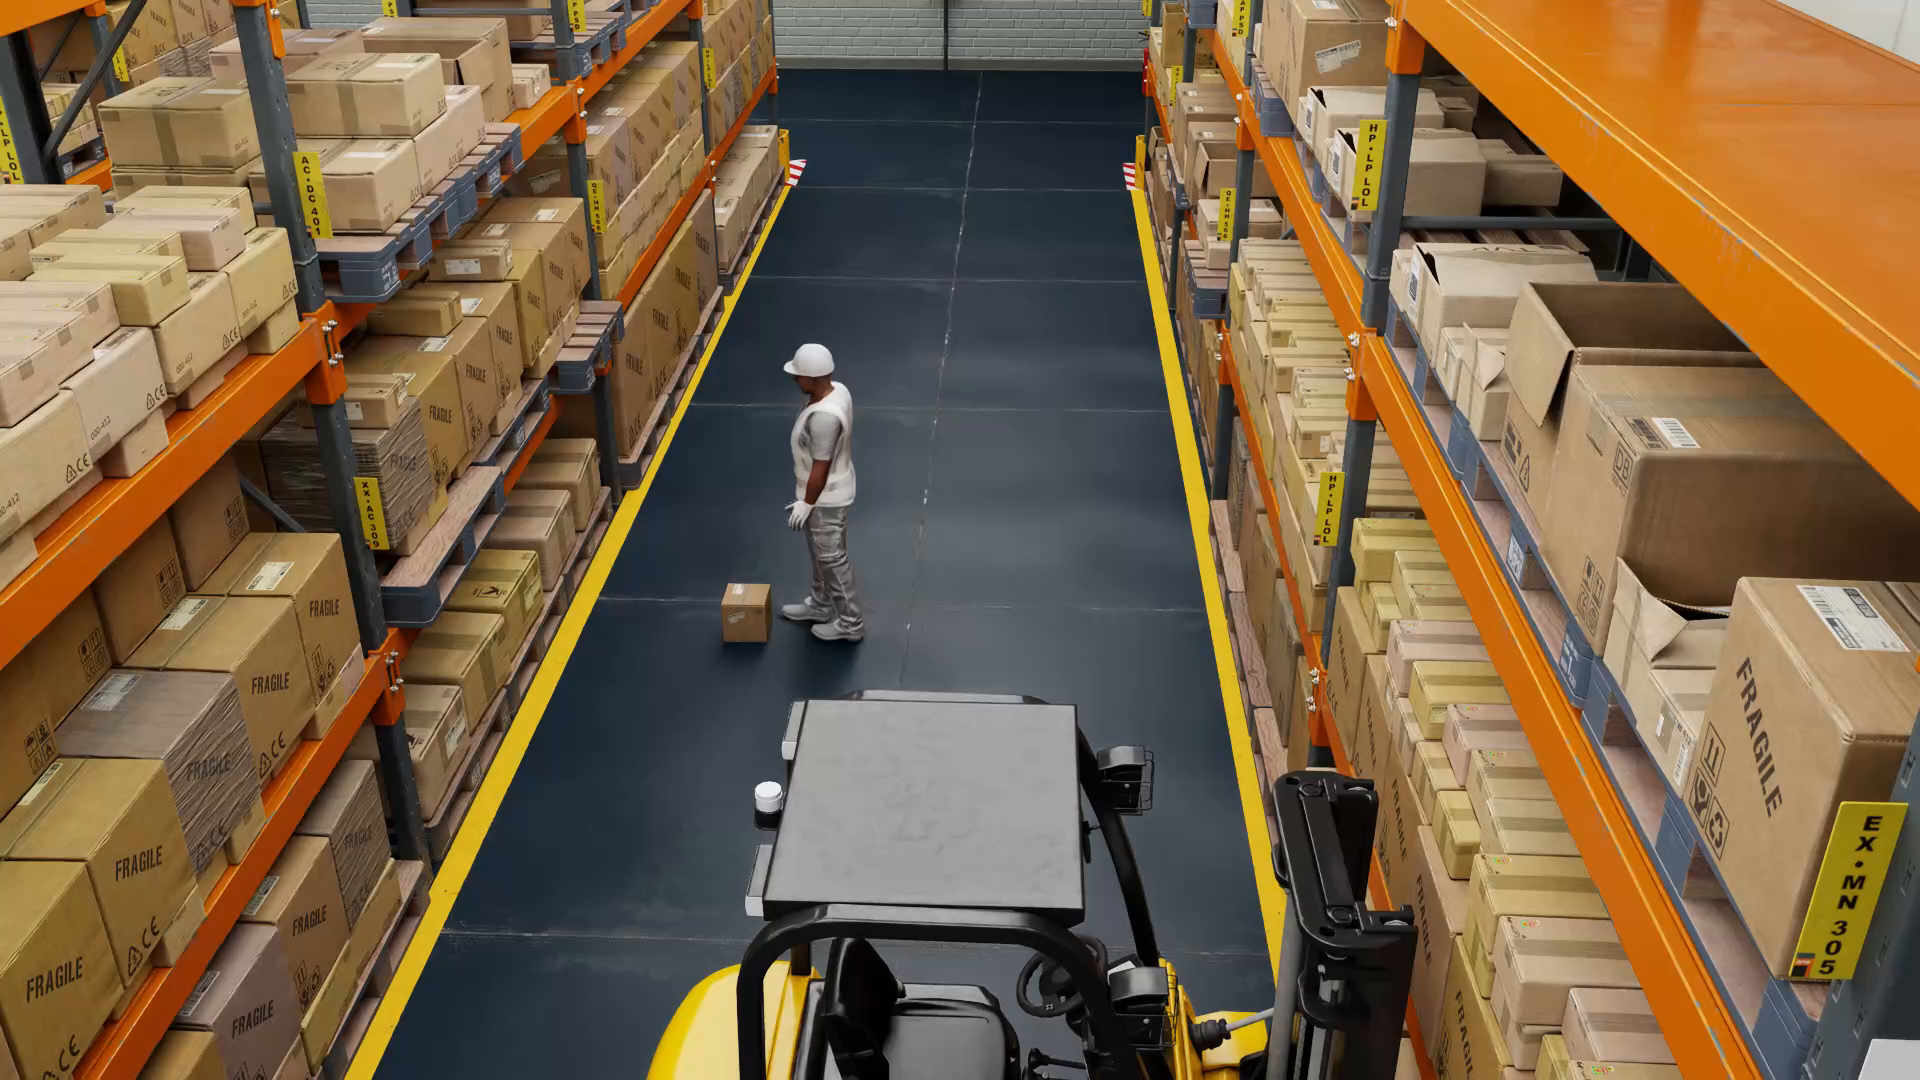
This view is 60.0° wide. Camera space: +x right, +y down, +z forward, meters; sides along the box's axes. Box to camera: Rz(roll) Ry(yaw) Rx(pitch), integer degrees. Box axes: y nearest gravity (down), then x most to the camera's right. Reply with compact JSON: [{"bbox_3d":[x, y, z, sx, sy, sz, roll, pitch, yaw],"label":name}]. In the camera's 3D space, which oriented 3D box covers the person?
[{"bbox_3d":[-0.814,-0.263,9.318,0.514,1.785,0.568,1,28,2],"label":"person"}]
